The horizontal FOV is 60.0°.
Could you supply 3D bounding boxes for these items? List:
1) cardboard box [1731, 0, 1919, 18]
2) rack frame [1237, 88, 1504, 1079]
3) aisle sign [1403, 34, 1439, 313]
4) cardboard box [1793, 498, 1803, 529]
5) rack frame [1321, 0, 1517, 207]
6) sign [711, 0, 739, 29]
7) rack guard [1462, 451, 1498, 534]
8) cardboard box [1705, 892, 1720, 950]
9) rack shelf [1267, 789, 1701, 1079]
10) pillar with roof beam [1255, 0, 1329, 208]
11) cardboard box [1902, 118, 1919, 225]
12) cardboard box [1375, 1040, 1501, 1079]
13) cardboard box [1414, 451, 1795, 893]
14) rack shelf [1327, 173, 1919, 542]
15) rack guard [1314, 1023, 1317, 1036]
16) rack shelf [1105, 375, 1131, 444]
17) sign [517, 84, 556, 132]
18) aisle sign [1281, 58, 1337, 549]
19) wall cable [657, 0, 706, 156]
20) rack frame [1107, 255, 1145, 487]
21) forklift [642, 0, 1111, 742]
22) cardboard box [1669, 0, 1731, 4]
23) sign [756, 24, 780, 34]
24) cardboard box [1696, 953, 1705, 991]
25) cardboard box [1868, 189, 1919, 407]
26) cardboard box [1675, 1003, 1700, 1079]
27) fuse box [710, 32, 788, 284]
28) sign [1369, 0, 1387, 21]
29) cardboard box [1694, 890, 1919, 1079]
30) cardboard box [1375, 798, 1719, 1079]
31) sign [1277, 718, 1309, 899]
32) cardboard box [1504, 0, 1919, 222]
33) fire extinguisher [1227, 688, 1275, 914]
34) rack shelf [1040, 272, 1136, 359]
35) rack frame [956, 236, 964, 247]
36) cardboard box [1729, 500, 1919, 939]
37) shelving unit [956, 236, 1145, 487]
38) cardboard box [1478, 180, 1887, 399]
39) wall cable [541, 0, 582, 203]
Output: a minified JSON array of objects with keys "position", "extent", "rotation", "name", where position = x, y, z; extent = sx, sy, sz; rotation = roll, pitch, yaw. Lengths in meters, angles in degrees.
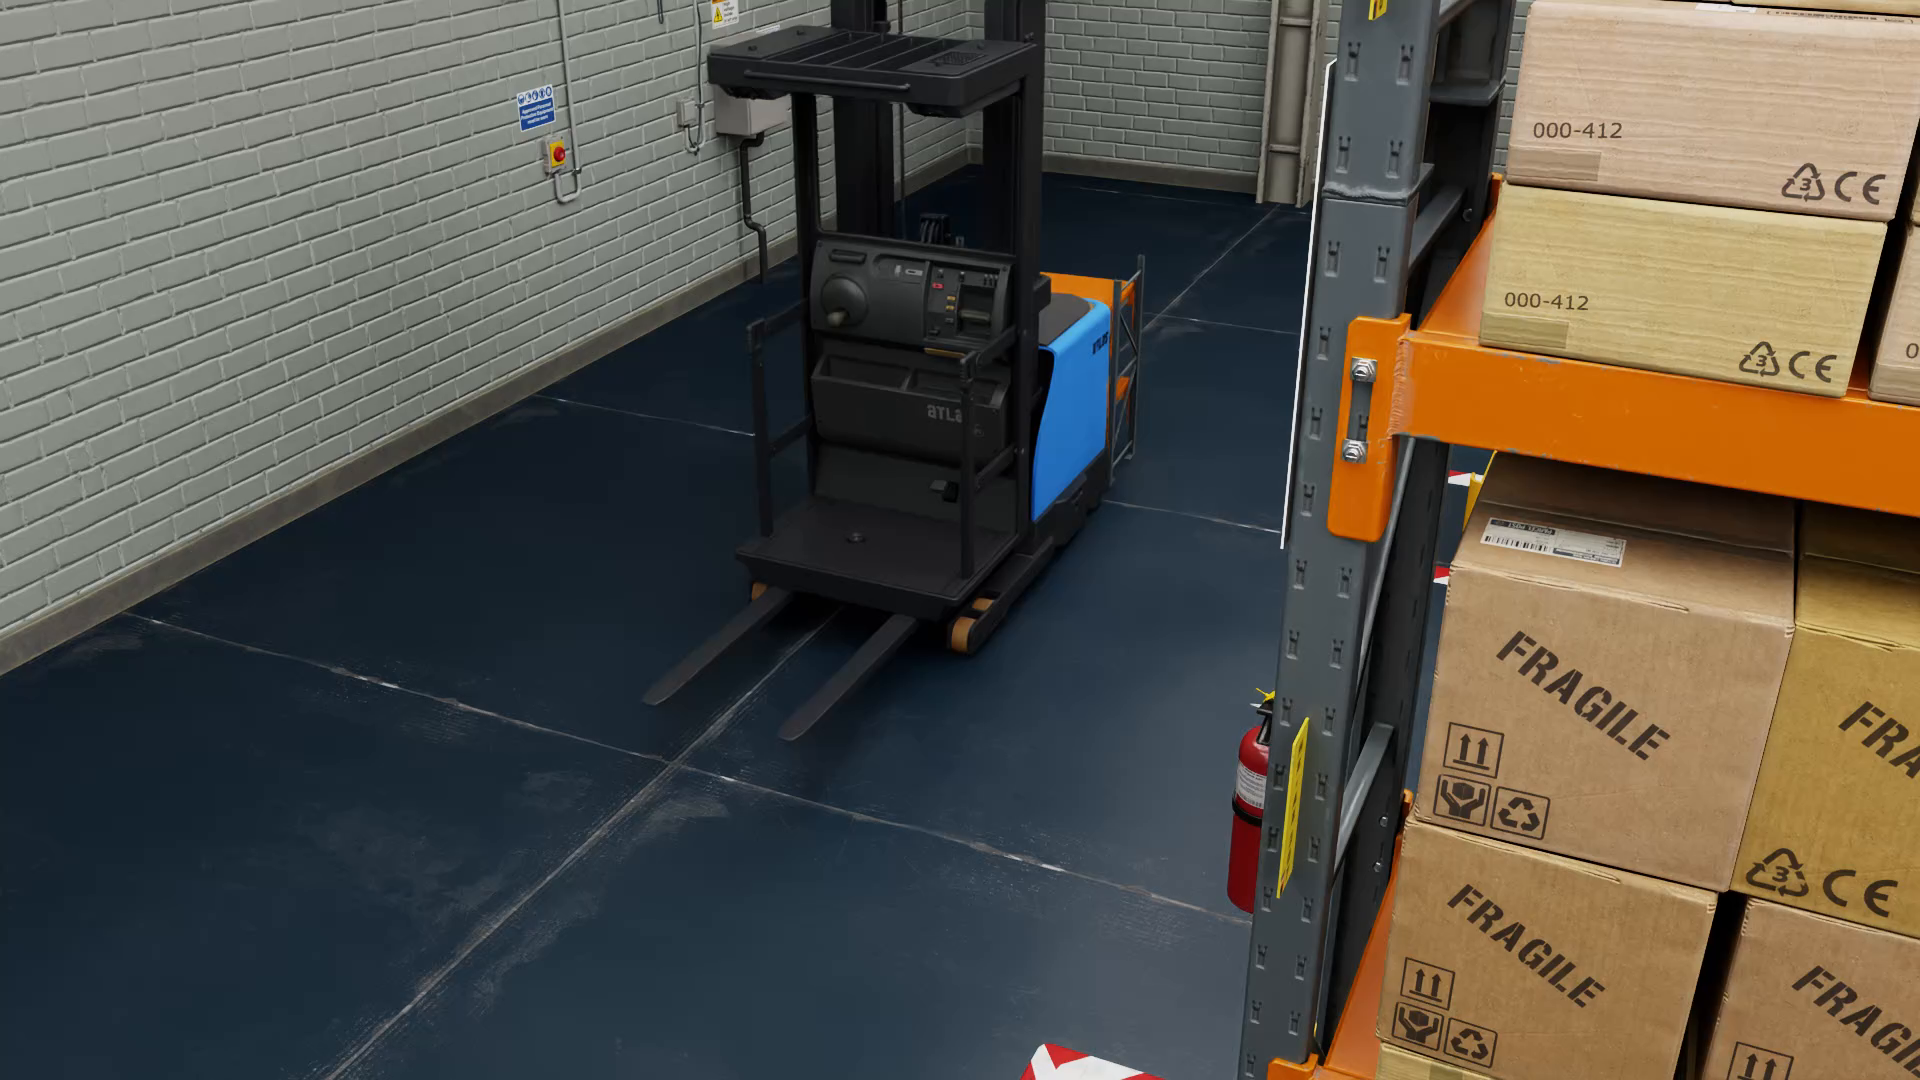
[{"position":[1.234,-0.836,2.308],"extent":[0.250,0.149,0.380],"rotation":[13,29,24],"name":"cardboard box"},{"position":[0.809,0.641,3.552],"extent":[0.127,3.000,1.000],"rotation":[11,28,22],"name":"rack frame"},{"position":[0.866,-0.659,3.250],"extent":[0.004,0.787,0.394],"rotation":[11,28,22],"name":"aisle sign"},{"position":[1.328,-0.002,3.276],"extent":[0.500,0.500,0.500],"rotation":[11,28,21],"name":"cardboard box"},{"position":[0.809,-2.050,2.227],"extent":[0.127,3.000,1.000],"rotation":[11,28,22],"name":"rack frame"},{"position":[-1.586,-3.593,11.218],"extent":[0.001,0.242,0.339],"rotation":[11,28,22],"name":"sign"},{"position":[2.744,-0.251,8.193],"extent":[0.348,0.500,1.175],"rotation":[11,28,22],"name":"rack guard"},{"position":[1.791,0.538,3.312],"extent":[0.500,0.500,0.500],"rotation":[11,28,21],"name":"cardboard box"},{"position":[2.629,1.330,2.968],"extent":[4.000,0.370,1.077],"rotation":[11,28,22],"name":"rack shelf"},{"position":[0.954,-5.180,8.583],"extent":[0.400,9.000,9.100],"rotation":[11,28,22],"name":"pillar with roof beam"},{"position":[1.576,-0.582,2.244],"extent":[0.500,0.250,0.500],"rotation":[11,28,21],"name":"cardboard box"},{"position":[0.968,0.945,3.219],"extent":[0.250,0.149,0.380],"rotation":[11,28,21],"name":"cardboard box"},{"position":[1.108,0.203,2.860],"extent":[0.500,0.500,0.500],"rotation":[11,28,21],"name":"cardboard box"},{"position":[2.629,-0.016,2.305],"extent":[4.000,0.370,1.077],"rotation":[11,28,22],"name":"rack shelf"},{"position":[0.878,1.777,4.076],"extent":[0.348,0.500,1.175],"rotation":[11,28,22],"name":"rack guard"},{"position":[0.393,-0.749,9.045],"extent":[1.000,0.278,0.538],"rotation":[9,27,18],"name":"rack shelf"},{"position":[-2.453,-2.502,9.630],"extent":[0.001,0.218,0.327],"rotation":[11,28,22],"name":"sign"},{"position":[0.618,-0.418,2.760],"extent":[0.004,0.787,0.394],"rotation":[11,28,22],"name":"aisle sign"},{"position":[-1.800,-3.417,10.645],"extent":[0.122,1.984,0.588],"rotation":[11,28,22],"name":"wall cable"},{"position":[0.870,-0.890,8.778],"extent":[0.032,1.125,0.500],"rotation":[9,27,18],"name":"rack frame"},{"position":[-0.309,-1.032,7.028],"extent":[1.130,2.935,3.031],"rotation":[11,28,22],"name":"forklift"},{"position":[1.009,-0.890,2.417],"extent":[0.250,0.149,0.380],"rotation":[11,28,21],"name":"cardboard box"},{"position":[-1.359,-3.401,11.869],"extent":[0.001,0.494,0.329],"rotation":[11,28,22],"name":"sign"},{"position":[1.668,0.800,3.513],"extent":[0.250,0.149,0.380],"rotation":[11,28,21],"name":"cardboard box"},{"position":[1.589,-0.354,2.348],"extent":[0.500,0.250,0.500],"rotation":[12,29,23],"name":"cardboard box"},{"position":[1.439,1.046,3.015],"extent":[0.250,0.149,0.380],"rotation":[11,28,20],"name":"cardboard box"},{"position":[-1.375,-2.629,11.653],"extent":[0.414,1.711,0.539],"rotation":[11,28,22],"name":"fuse box"},{"position":[0.584,-0.878,2.253],"extent":[0.005,0.325,0.100],"rotation":[11,28,22],"name":"sign"},{"position":[1.601,0.744,2.894],"extent":[0.500,0.500,0.500],"rotation":[11,28,22],"name":"cardboard box"},{"position":[1.103,0.656,3.072],"extent":[0.500,0.500,0.500],"rotation":[13,29,24],"name":"cardboard box"},{"position":[0.584,0.471,2.917],"extent":[0.005,0.325,0.100],"rotation":[11,28,22],"name":"sign"},{"position":[1.110,-0.675,2.433],"extent":[0.500,0.250,0.500],"rotation":[12,29,23],"name":"cardboard box"},{"position":[0.770,0.612,4.122],"extent":[0.183,0.674,0.296],"rotation":[11,28,22],"name":"fire extinguisher"},{"position":[0.395,-1.233,8.812],"extent":[1.000,0.278,0.538],"rotation":[9,27,18],"name":"rack shelf"},{"position":[-0.081,-1.049,9.100],"extent":[0.032,1.125,0.500],"rotation":[9,27,18],"name":"rack frame"},{"position":[1.569,0.293,2.677],"extent":[0.500,0.500,0.500],"rotation":[12,29,23],"name":"cardboard box"},{"position":[0.394,-0.969,8.939],"extent":[1.048,1.125,0.538],"rotation":[9,27,18],"name":"shelving unit"},{"position":[1.112,-0.452,2.547],"extent":[0.500,0.250,0.500],"rotation":[12,29,24],"name":"cardboard box"},{"position":[-2.377,-2.859,9.475],"extent":[0.123,1.953,0.585],"rotation":[11,28,22],"name":"wall cable"}]
